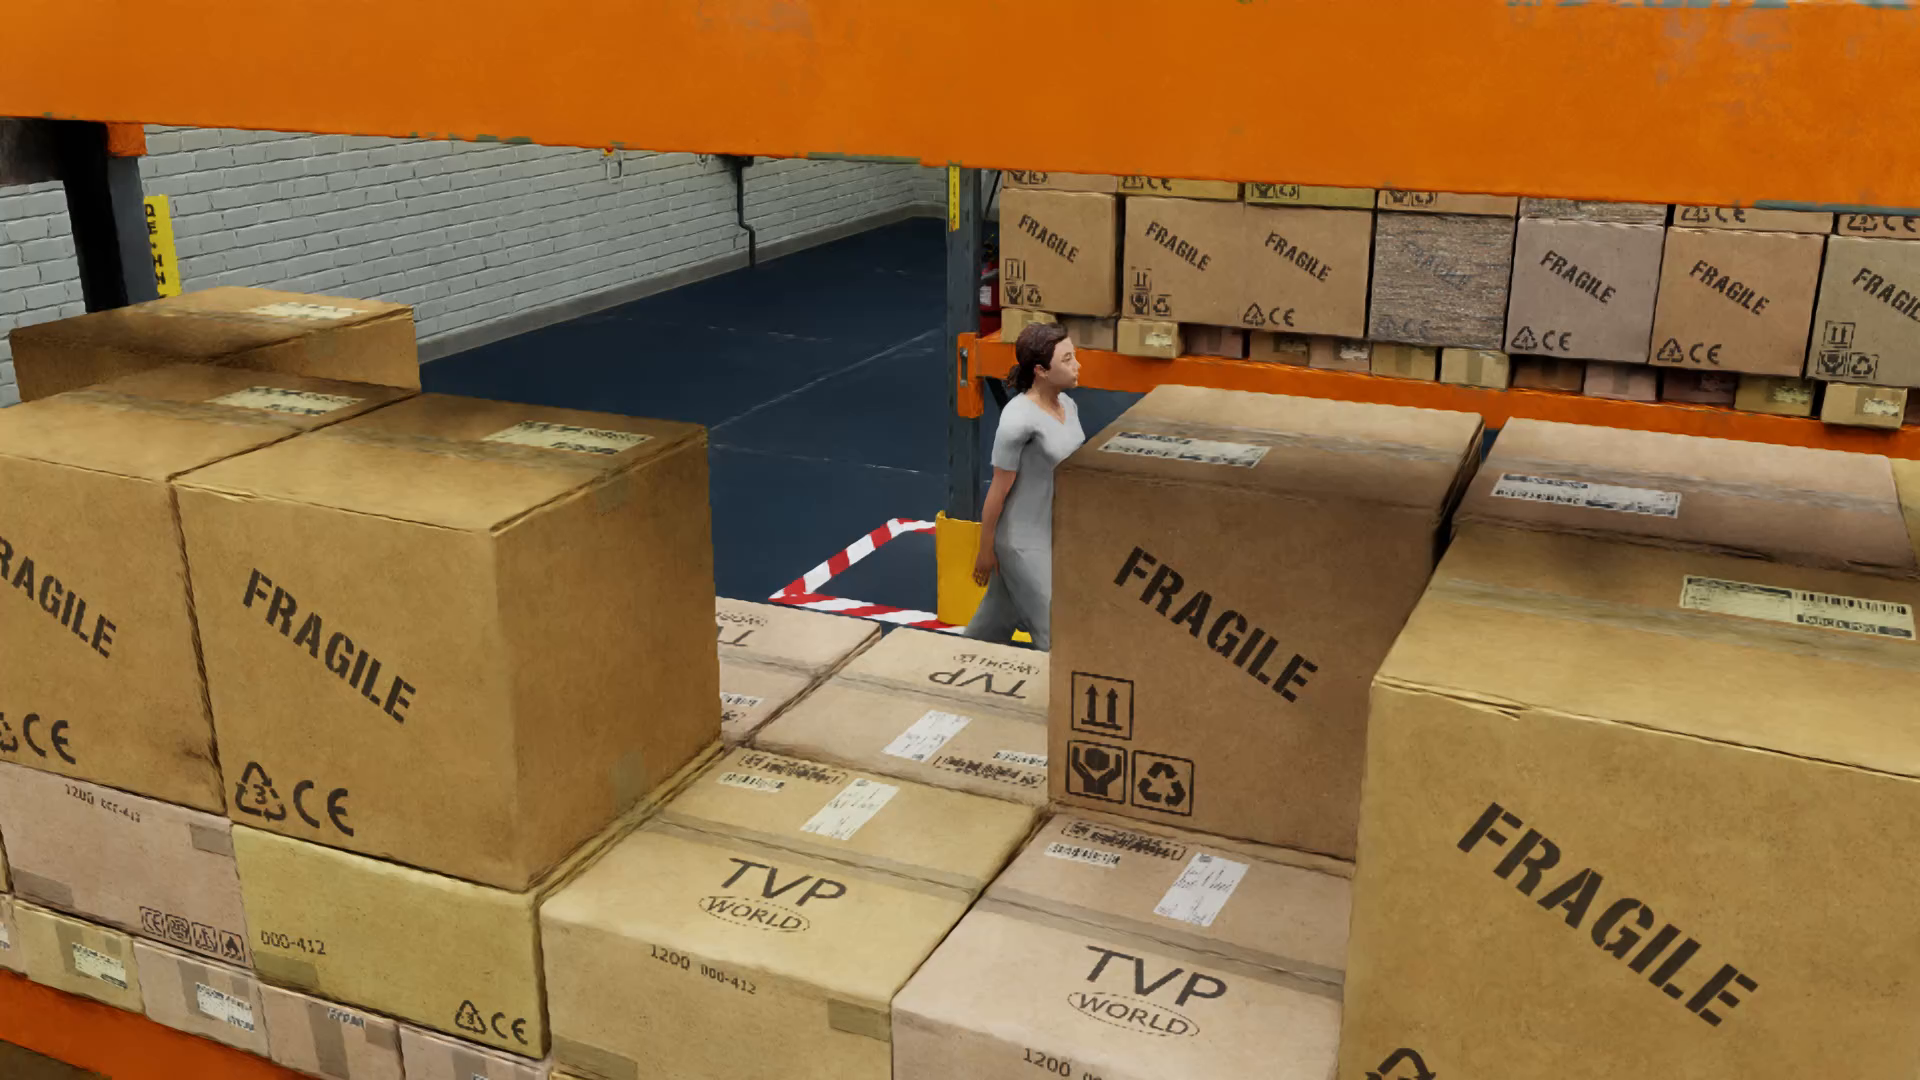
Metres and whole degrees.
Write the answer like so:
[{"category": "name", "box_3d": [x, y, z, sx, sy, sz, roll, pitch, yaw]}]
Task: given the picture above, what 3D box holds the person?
[{"category": "person", "box_3d": [0.323, -0.003, 6.082, 0.958, 1.610, 0.455, 10, 21, 26]}]
